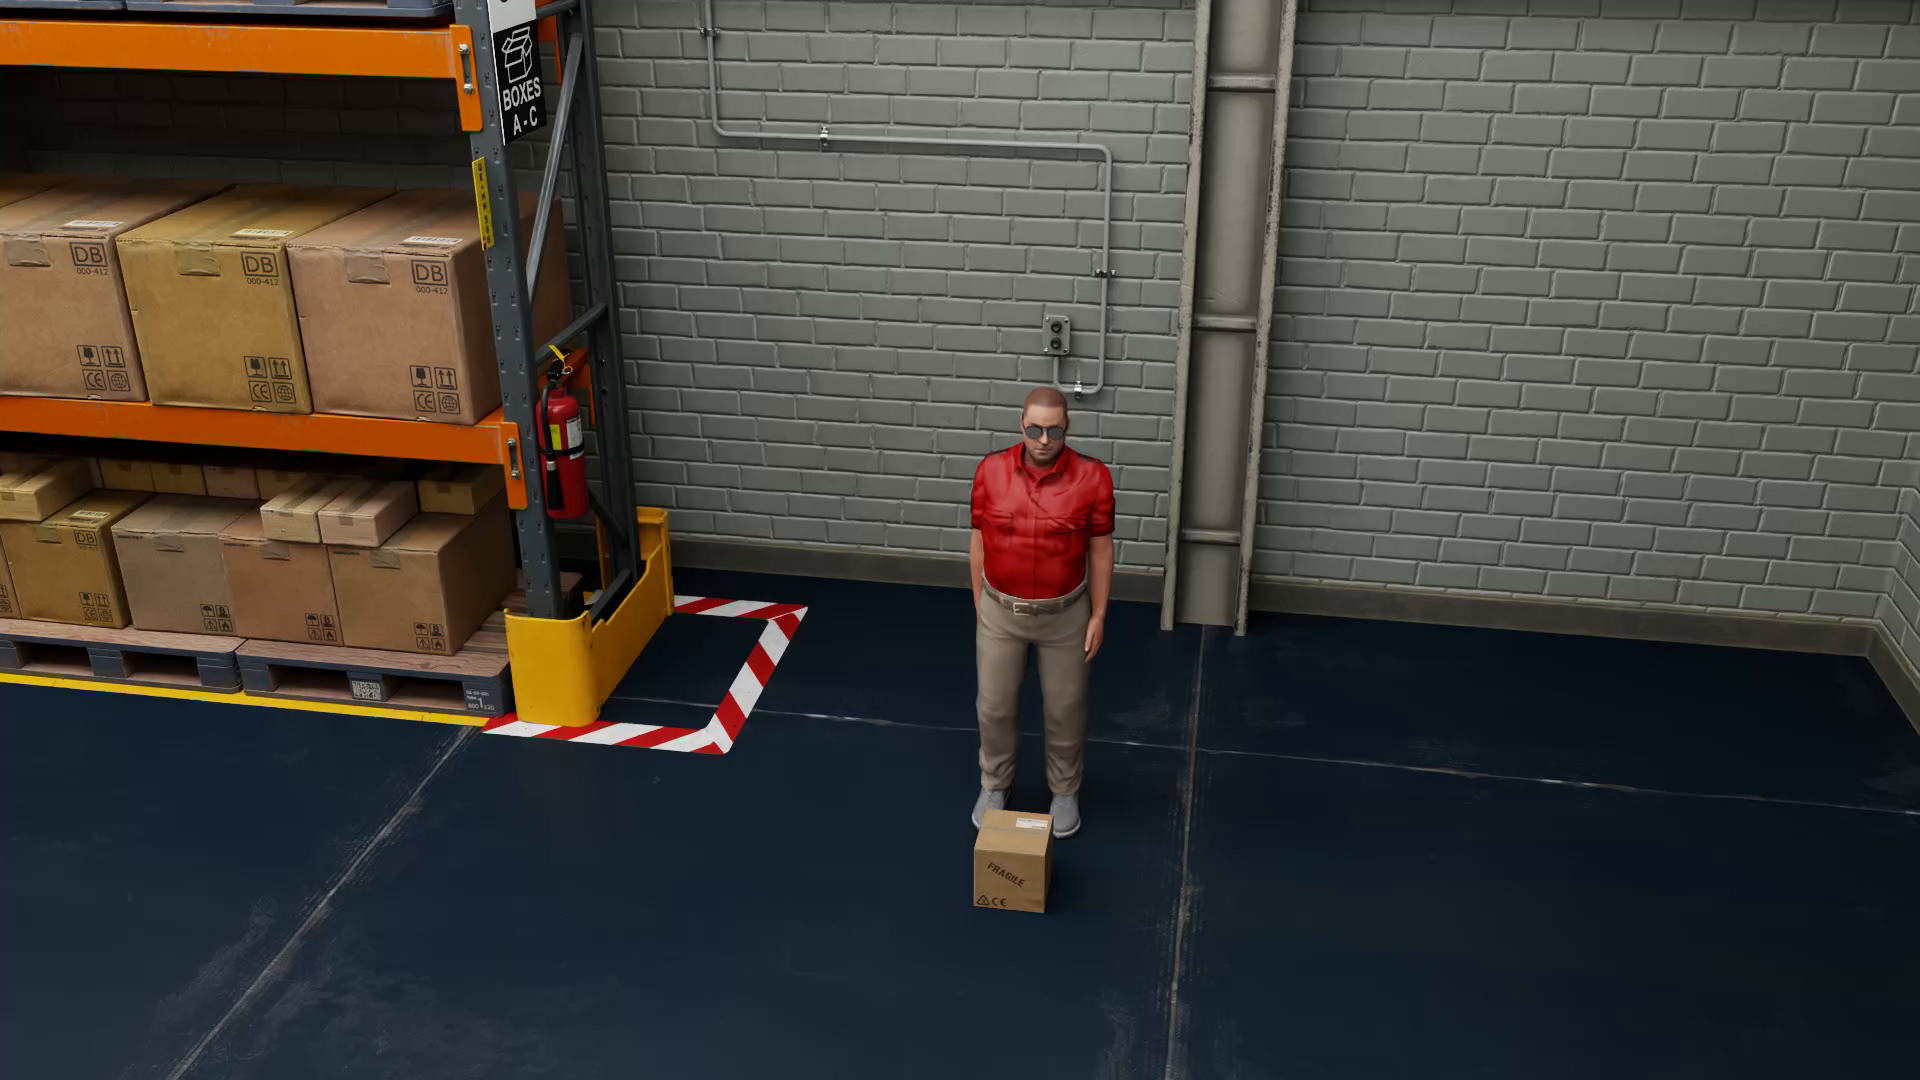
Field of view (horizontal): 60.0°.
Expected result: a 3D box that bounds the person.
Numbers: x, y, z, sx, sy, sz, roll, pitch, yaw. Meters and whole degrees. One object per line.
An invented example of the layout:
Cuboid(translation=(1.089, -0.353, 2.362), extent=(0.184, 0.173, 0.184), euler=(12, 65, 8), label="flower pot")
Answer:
Cuboid(translation=(0.284, 0.277, 6.035), extent=(0.527, 1.722, 0.360), euler=(5, 25, 10), label="person")
